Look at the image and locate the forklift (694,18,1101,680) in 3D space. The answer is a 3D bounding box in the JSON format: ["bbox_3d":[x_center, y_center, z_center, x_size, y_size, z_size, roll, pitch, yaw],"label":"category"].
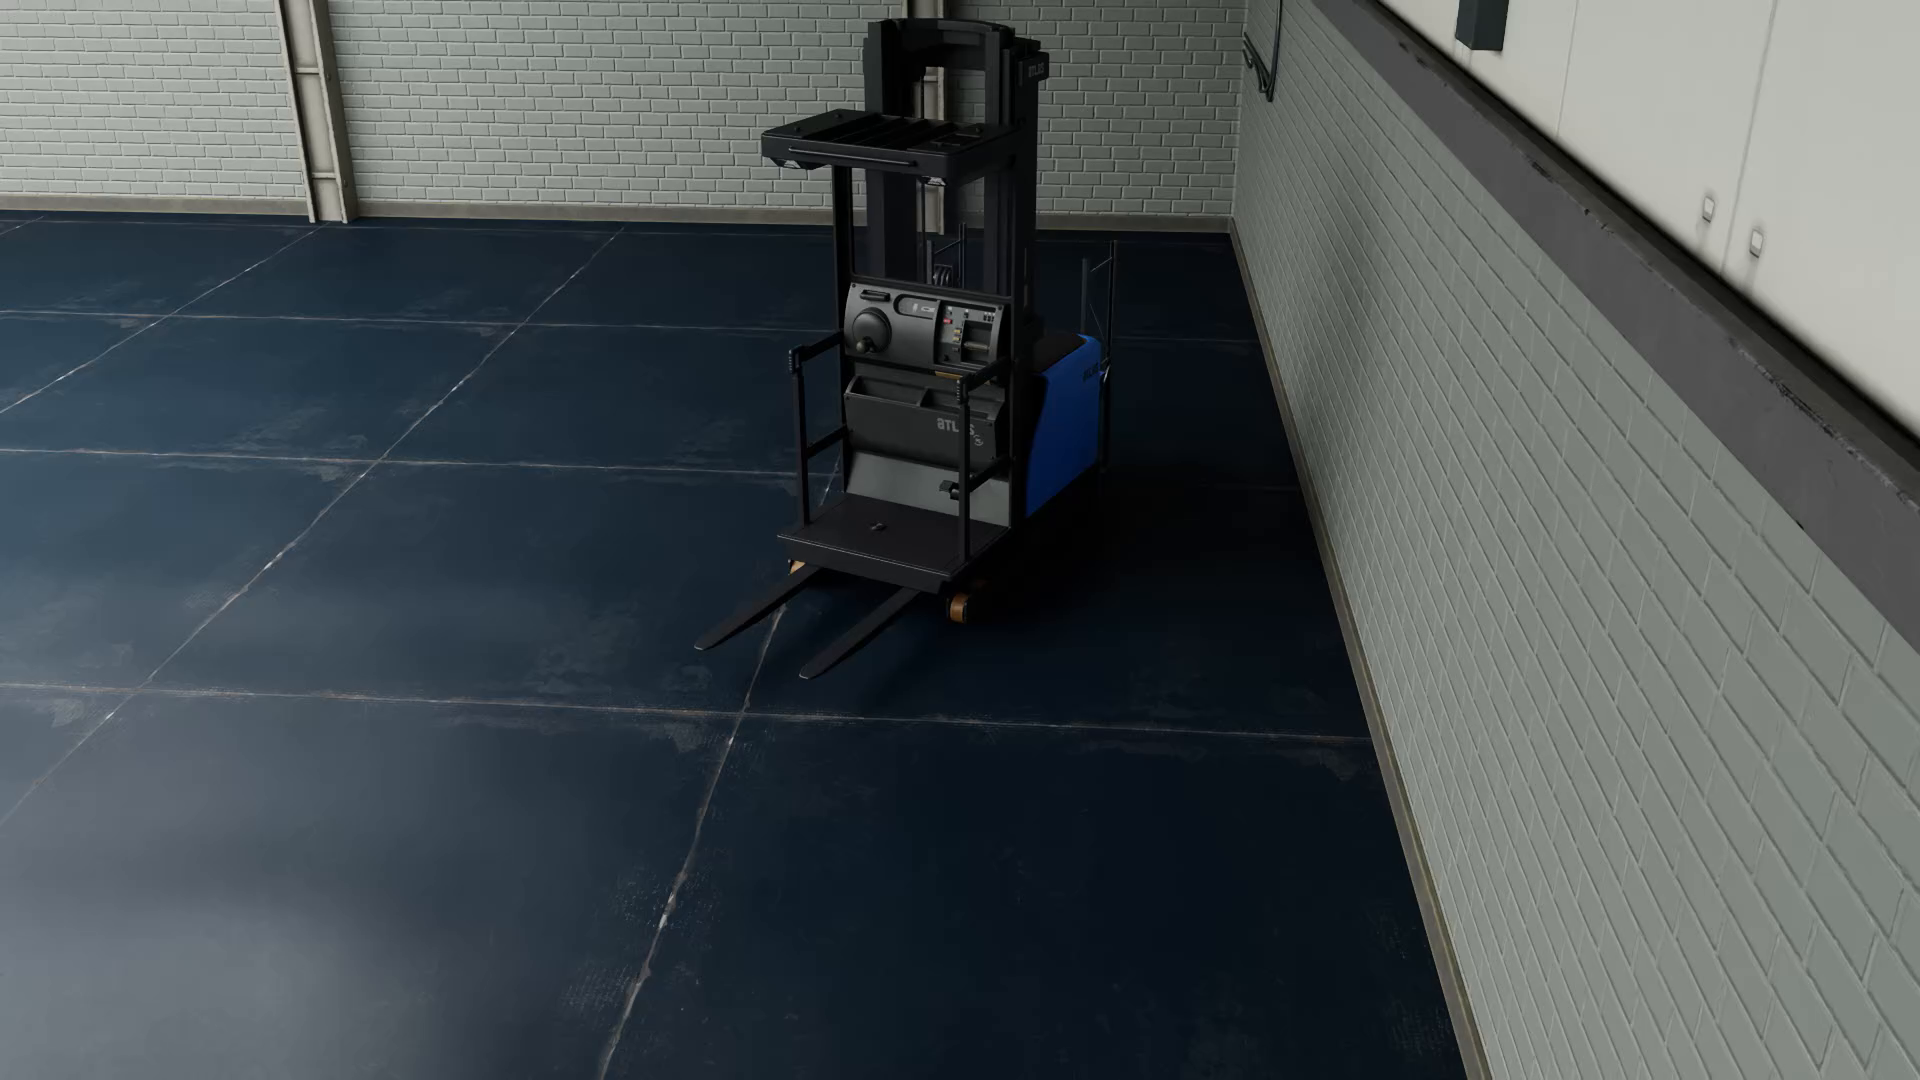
[{"bbox_3d":[-0.292,-1.101,8.637,1.130,2.935,3.031,12,28,25],"label":"forklift"}]

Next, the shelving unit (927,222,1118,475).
[{"bbox_3d":[0.381,-1.143,10.440,1.048,1.500,0.538,11,27,23],"label":"shelving unit"}]

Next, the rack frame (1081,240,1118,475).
[{"bbox_3d":[0.840,-1.051,10.240,0.032,1.500,0.500,11,27,23],"label":"rack frame"}]

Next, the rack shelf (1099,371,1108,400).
[{"bbox_3d":[0.381,-0.980,10.515,1.000,0.185,0.538,11,27,23],"label":"rack shelf"}]

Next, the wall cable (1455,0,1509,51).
[{"bbox_3d":[1.761,-4.085,3.793,0.169,6.003,2.305,2,25,4],"label":"wall cable"}]

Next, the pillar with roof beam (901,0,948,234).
[{"bbox_3d":[-0.662,-5.347,10.605,0.400,9.000,9.100,2,25,4],"label":"pillar with roof beam"}]

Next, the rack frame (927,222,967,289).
[{"bbox_3d":[-0.077,-1.235,10.639,0.032,1.500,0.500,11,27,23],"label":"rack frame"}]

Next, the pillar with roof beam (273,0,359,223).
[{"bbox_3d":[-6.644,-5.539,11.023,0.400,9.000,9.100,2,25,4],"label":"pillar with roof beam"}]

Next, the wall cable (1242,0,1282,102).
[{"bbox_3d":[2.504,-5.085,13.751,0.112,2.526,3.097,2,25,4],"label":"wall cable"}]
